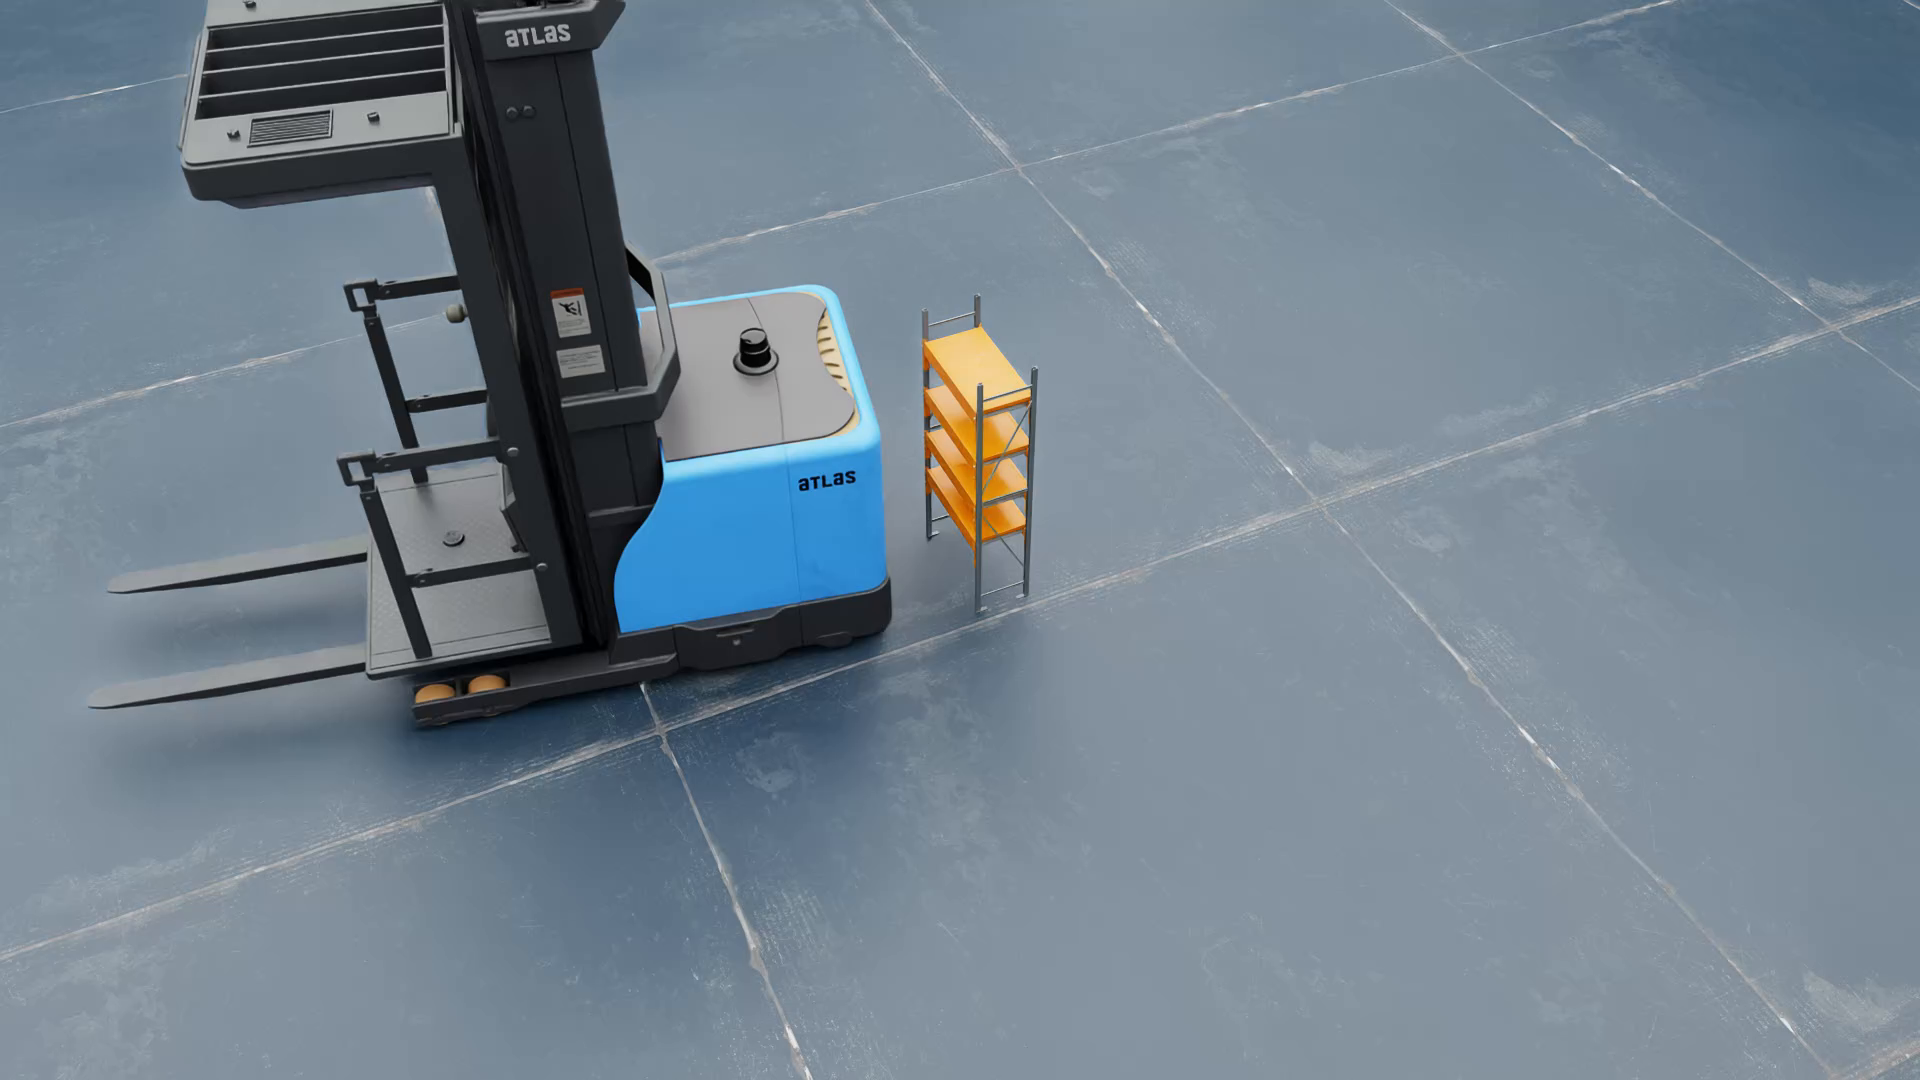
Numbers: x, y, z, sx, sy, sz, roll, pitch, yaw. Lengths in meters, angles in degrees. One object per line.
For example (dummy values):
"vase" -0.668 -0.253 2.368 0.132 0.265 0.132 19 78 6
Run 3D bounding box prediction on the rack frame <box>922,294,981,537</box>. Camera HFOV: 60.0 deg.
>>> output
"rack frame" -0.033 -0.477 6.748 0.240 1.200 0.015 -18 47 -17

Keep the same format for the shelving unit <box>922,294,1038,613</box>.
"shelving unit" 0.070 -0.322 6.591 0.258 1.200 0.503 -18 47 -17

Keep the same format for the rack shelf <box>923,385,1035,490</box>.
"rack shelf" 0.070 -0.433 6.481 0.258 0.148 0.480 -18 47 -17

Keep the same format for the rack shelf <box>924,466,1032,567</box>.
"rack shelf" 0.070 -0.132 6.777 0.258 0.148 0.480 -18 47 -17

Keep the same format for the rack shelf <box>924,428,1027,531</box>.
"rack shelf" 0.070 -0.274 6.638 0.258 0.148 0.480 -18 47 -17

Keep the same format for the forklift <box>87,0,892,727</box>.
"forklift" -1.848 -0.742 5.784 3.031 2.935 1.130 -10 45 -10

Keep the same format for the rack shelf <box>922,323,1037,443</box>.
"rack shelf" 0.070 -0.601 6.315 0.258 0.148 0.480 -18 47 -17

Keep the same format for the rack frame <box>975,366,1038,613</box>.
"rack frame" 0.172 -0.166 6.433 0.240 1.200 0.015 -18 47 -17
